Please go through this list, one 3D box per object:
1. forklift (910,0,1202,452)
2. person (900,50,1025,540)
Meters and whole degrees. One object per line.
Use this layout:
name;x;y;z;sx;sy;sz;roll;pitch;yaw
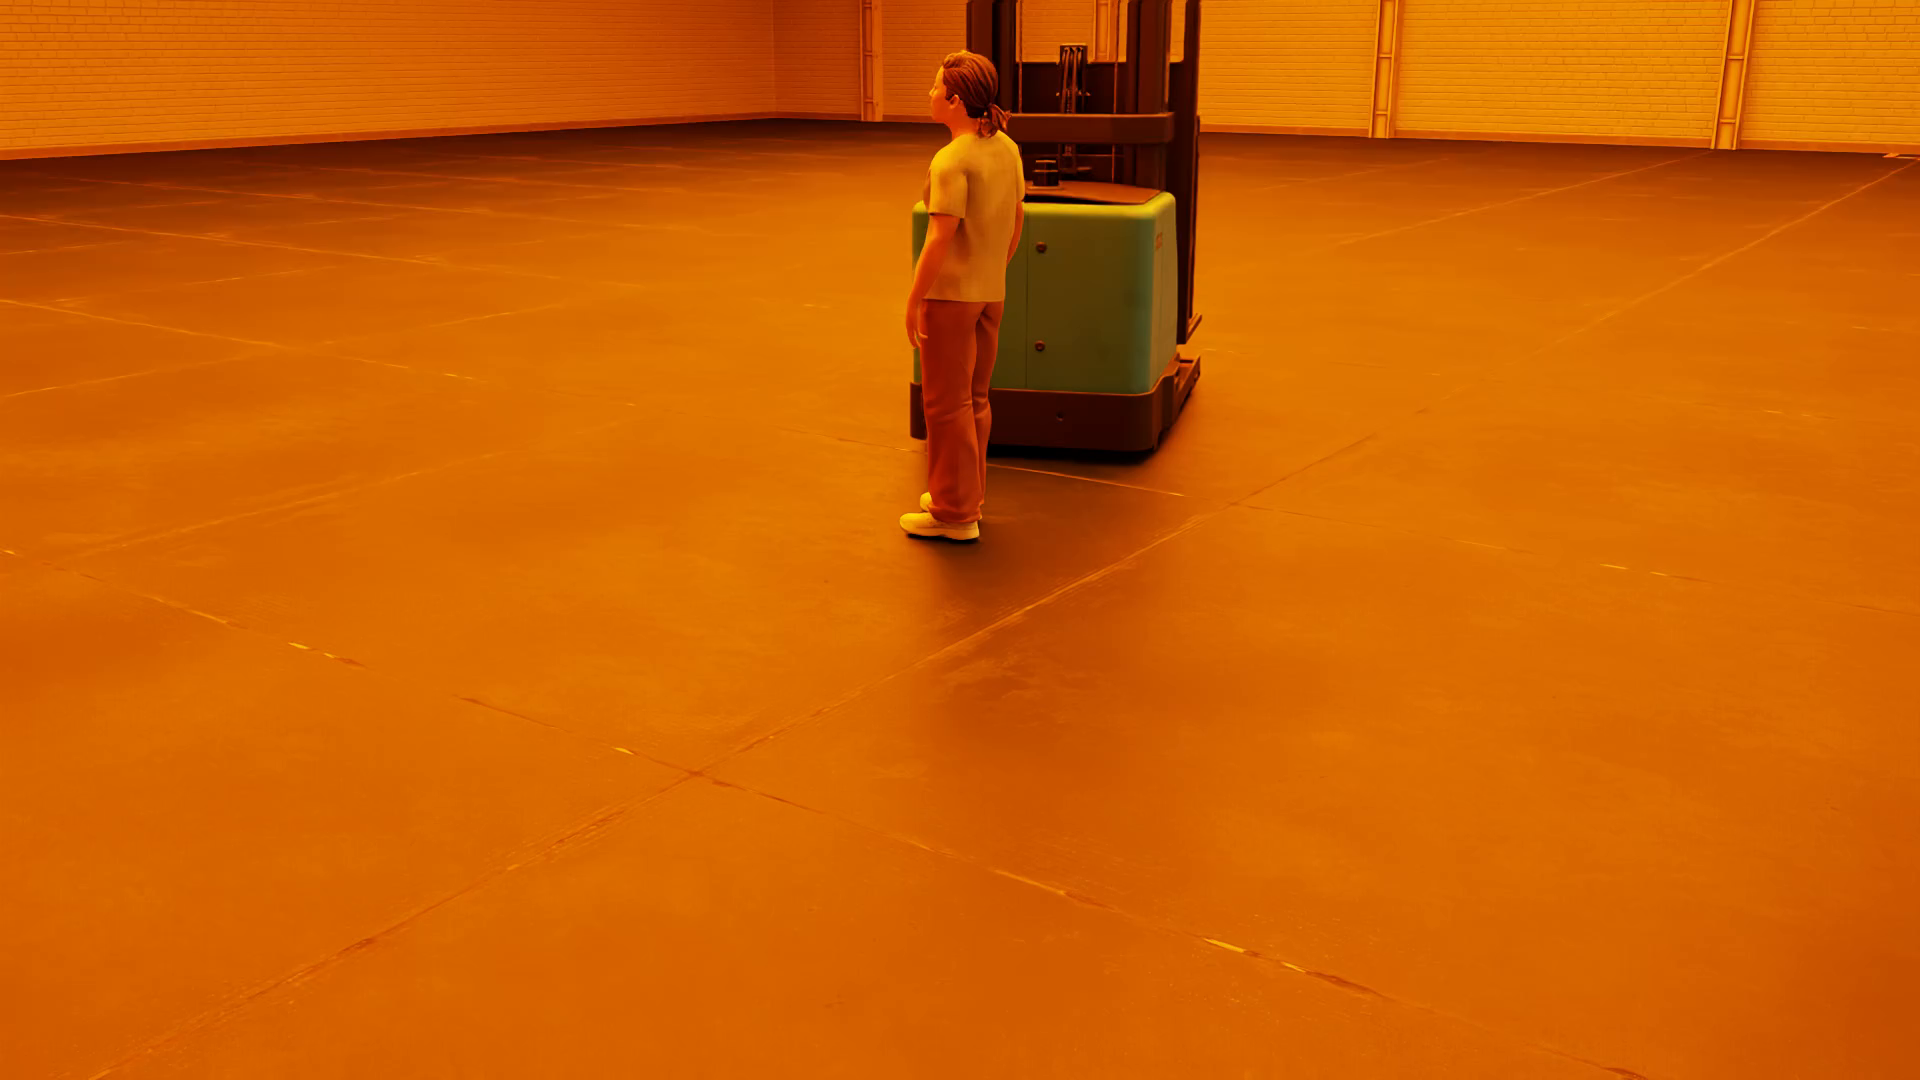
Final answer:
forklift;0.626;-2.153;8.033;1.130;2.935;3.031;4;17;13
person;-0.055;-0.825;5.756;0.548;1.673;0.553;11;20;33
